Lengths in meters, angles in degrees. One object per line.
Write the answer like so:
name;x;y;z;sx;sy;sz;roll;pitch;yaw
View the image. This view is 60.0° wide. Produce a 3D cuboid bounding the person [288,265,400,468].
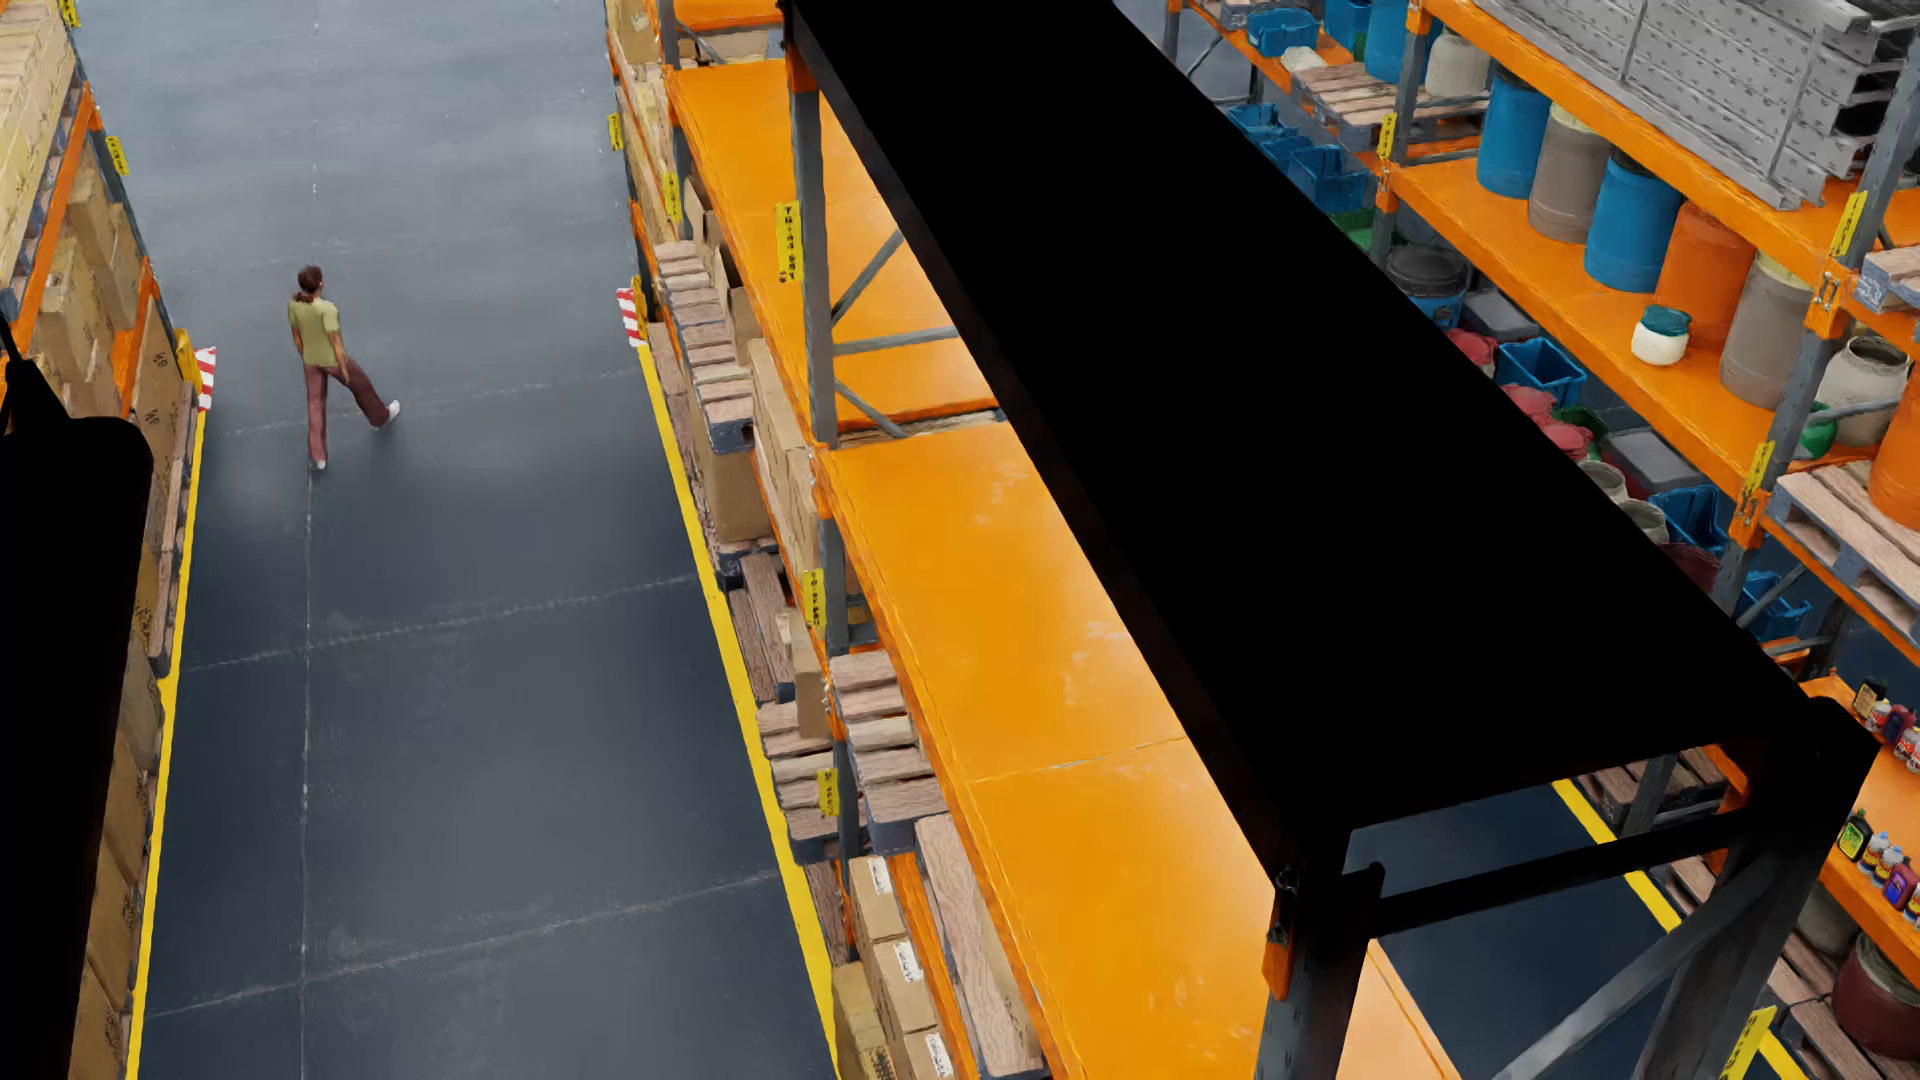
person;-5.070;-1.465;13.359;0.483;1.620;0.931;7;39;9
